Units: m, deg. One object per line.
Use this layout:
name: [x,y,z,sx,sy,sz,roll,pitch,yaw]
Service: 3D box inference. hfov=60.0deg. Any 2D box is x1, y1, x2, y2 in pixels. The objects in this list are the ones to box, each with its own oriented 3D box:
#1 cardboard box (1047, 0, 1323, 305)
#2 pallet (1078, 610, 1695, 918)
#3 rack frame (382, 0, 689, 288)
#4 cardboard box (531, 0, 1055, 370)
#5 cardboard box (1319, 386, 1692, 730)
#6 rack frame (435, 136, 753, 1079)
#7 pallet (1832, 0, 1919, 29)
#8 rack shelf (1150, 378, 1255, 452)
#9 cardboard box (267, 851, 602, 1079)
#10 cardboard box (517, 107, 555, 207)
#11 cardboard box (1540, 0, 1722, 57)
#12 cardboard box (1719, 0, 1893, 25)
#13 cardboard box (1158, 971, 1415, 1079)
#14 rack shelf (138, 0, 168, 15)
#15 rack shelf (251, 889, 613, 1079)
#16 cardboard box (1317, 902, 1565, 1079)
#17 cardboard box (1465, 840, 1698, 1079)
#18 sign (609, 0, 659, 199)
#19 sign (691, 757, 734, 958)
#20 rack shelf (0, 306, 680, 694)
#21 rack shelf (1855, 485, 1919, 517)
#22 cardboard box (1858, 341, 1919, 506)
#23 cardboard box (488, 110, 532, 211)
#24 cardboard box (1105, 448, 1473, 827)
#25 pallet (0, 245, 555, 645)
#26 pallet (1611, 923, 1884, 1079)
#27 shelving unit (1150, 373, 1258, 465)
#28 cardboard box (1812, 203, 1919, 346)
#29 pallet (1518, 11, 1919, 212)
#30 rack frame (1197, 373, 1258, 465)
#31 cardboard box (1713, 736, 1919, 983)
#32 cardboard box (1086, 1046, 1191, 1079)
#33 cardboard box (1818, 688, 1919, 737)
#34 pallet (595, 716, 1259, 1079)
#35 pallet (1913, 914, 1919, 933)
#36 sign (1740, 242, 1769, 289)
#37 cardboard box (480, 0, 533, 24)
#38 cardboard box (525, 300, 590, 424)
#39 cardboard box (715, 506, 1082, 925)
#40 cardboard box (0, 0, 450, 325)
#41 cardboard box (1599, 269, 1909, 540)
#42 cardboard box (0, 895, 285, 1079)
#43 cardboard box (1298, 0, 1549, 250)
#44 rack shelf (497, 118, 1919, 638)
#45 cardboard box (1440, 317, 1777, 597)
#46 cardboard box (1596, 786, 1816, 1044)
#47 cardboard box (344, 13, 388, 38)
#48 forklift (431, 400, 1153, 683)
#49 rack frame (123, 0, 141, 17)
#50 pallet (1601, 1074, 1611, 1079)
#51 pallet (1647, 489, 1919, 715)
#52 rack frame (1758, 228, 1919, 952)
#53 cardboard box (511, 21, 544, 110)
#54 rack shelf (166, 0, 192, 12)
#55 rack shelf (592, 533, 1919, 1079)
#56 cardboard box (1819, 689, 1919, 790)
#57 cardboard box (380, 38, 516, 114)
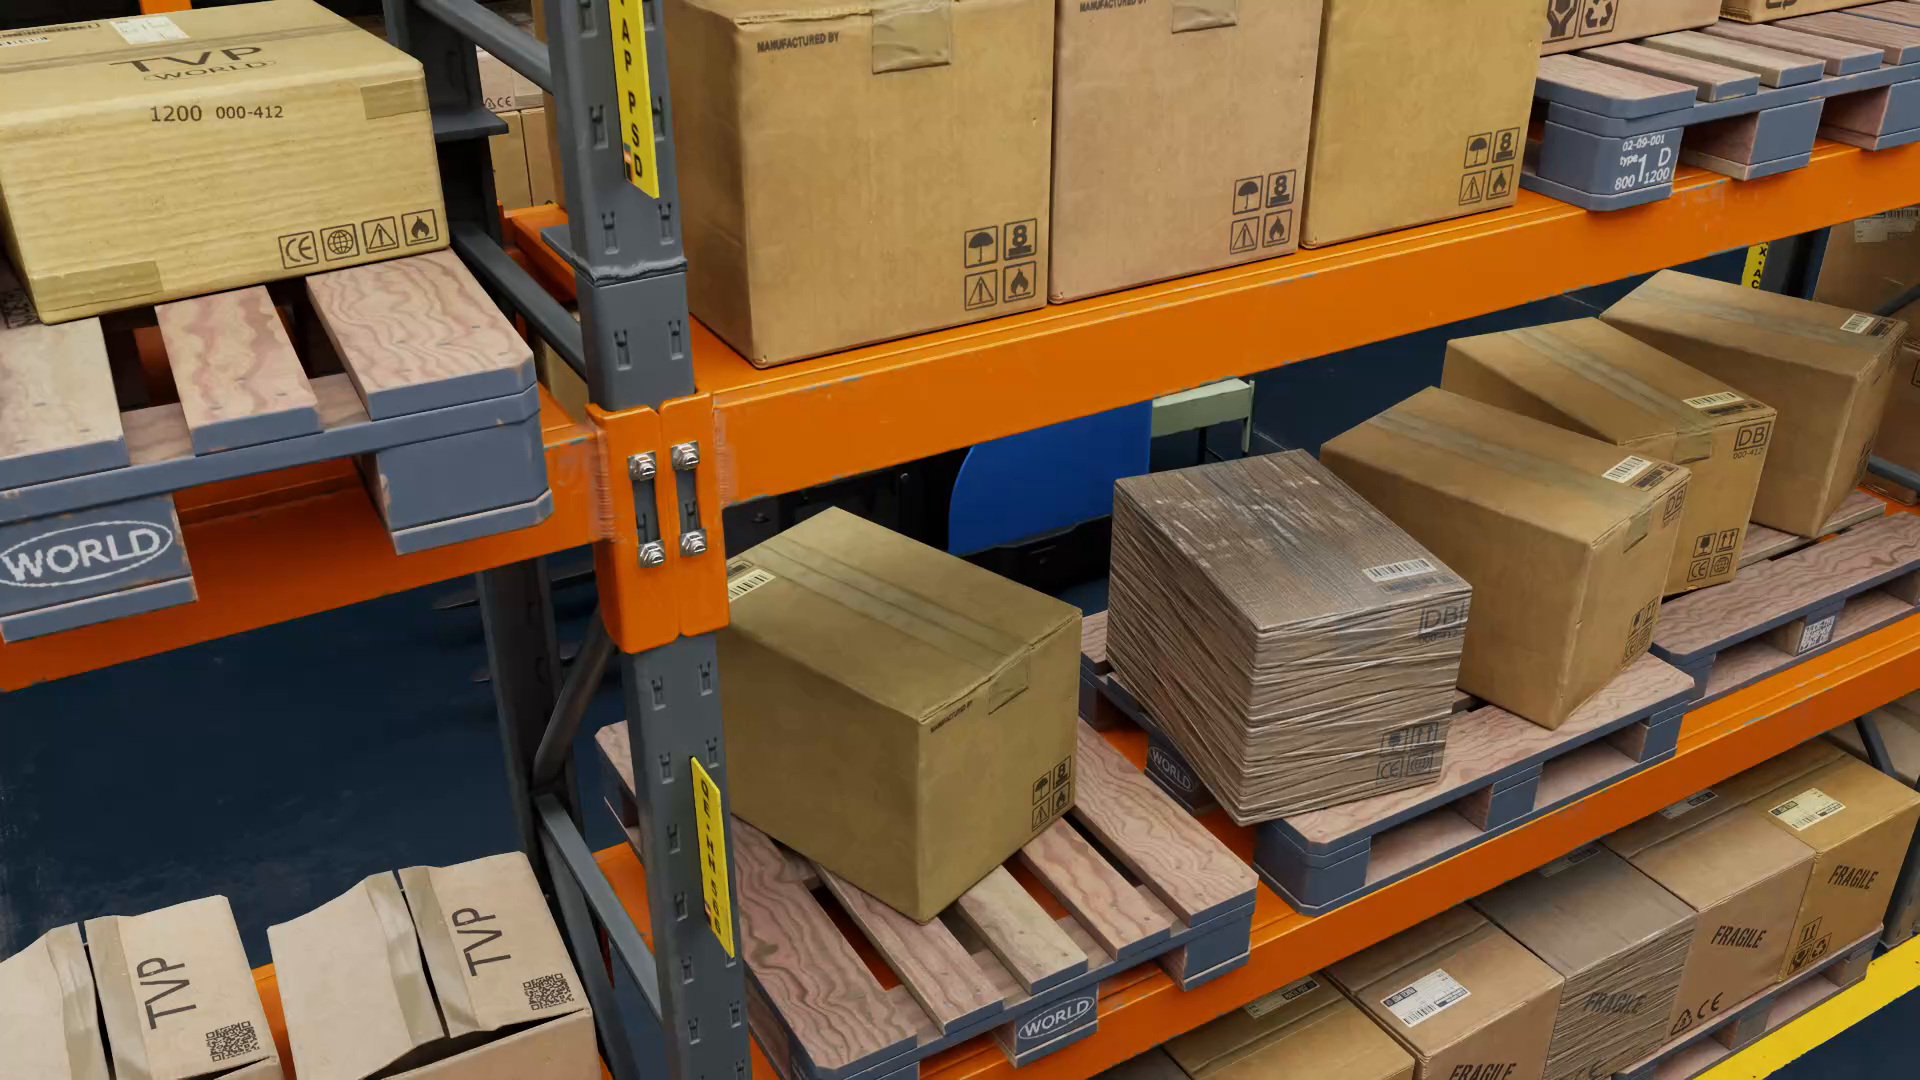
cardboard box: [0.135,-0.835,2.951,0.500,0.500,0.910,-16,33,-26]
pallet: [1.010,0.374,4.167,1.213,0.211,1.003,-16,33,-26]
rack frame: [-0.664,-1.859,1.805,0.127,3.000,1.000,-16,33,-26]
cardboard box: [-0.305,-0.710,2.724,0.500,0.500,0.910,-16,33,-26]
cardboard box: [1.293,0.019,4.073,0.700,0.500,0.500,26,38,38]
rack frame: [-0.664,0.768,3.254,0.127,3.000,1.000,-16,33,-26]
pallet: [2.187,-1.312,4.113,1.003,0.211,1.213,-16,33,-26]
rack shelf: [0.978,-0.600,7.955,0.720,0.370,0.431,-13,32,-23]
cardboard box: [-1.000,0.878,3.148,0.500,0.311,0.500,-14,32,-23]
cardboard box: [-1.744,-1.735,7.358,0.500,0.500,0.500,-16,33,-27]
cardboard box: [1.165,-1.376,3.393,0.600,0.600,0.600,-17,33,-28]
cardboard box: [1.748,-1.530,3.673,0.600,0.600,0.600,-16,33,-27]
cardboard box: [0.757,1.426,4.193,0.500,0.500,0.500,-16,33,-27]
rack shelf: [-4.901,-1.804,5.554,4.000,0.370,1.077,-16,33,-26]
rack shelf: [-2.388,1.572,2.541,4.000,0.370,1.077,-16,33,-26]
cardboard box: [1.204,1.296,4.429,0.500,0.500,0.500,-17,33,-28]
cardboard box: [1.641,1.171,4.656,0.500,0.500,0.500,-15,32,-26]
sign: [-0.390,-0.573,1.963,0.005,0.325,0.100,-16,33,-26]
sign: [-0.380,0.491,2.557,0.005,0.325,0.100,-16,33,-26]
rack shelf: [-2.388,0.259,1.816,4.000,0.370,1.077,-16,33,-26]
rack shelf: [4.509,-0.386,6.090,4.000,0.370,1.077,-16,33,-26]
cardboard box: [3.086,-0.484,5.420,0.500,0.500,0.500,-15,32,-26]
cardboard box: [-2.172,-1.614,7.139,0.500,0.500,0.500,-15,32,-25]
cardboard box: [0.707,0.195,3.755,0.500,0.500,0.700,-10,30,-17]
pallet: [-1.204,-0.260,2.207,1.003,0.211,1.213,-14,32,-24]
pallet: [2.103,1.224,5.313,1.213,0.211,1.003,-16,33,-26]
shelving unit: [0.979,-0.885,7.798,0.755,1.500,0.431,-13,32,-23]
cardboard box: [3.090,-0.925,5.183,0.500,0.500,0.500,-16,33,-26]
pallet: [1.294,-1.057,3.651,1.003,0.211,1.213,-16,33,-26]
rack frame: [1.306,-0.963,7.942,0.023,1.500,0.400,-13,32,-23]
cardboard box: [2.504,0.931,5.091,0.500,0.500,0.500,-16,33,-27]
cardboard box: [0.322,1.547,3.975,0.500,0.500,0.500,-17,33,-28]
cardboard box: [3.132,0.433,5.993,0.500,0.500,0.500,-16,33,-26]
pallet: [-0.115,0.657,3.654,1.003,0.211,1.213,-16,33,-26]
pallet: [3.377,0.842,6.006,1.213,0.211,1.003,-16,33,-26]
sign: [2.503,-0.815,5.226,0.005,0.325,0.100,-16,33,-26]
cardboard box: [-2.025,-2.275,7.559,0.500,0.250,0.500,-17,33,-28]
cardboard box: [-1.718,-0.875,8.021,0.750,0.750,0.750,-16,33,-27]
cardboard box: [-0.178,0.339,3.493,0.700,0.500,0.500,22,36,34]
cardboard box: [-1.027,-0.529,2.221,0.500,0.250,0.500,-19,34,-30]
cardboard box: [2.263,-0.416,4.862,0.700,0.500,0.500,22,36,34]
cardboard box: [-1.533,0.945,3.025,0.500,0.311,0.500,-16,33,-27]
cardboard box: [0.583,-0.962,3.181,0.500,0.500,0.910,-16,33,-26]
rack shelf: [1.060,-0.720,3.591,4.000,0.370,1.077,-16,33,-26]
cardboard box: [1.702,-0.222,4.509,0.500,0.500,0.700,-11,31,-19]
cardboard box: [2.074,1.048,4.878,0.500,0.500,0.500,-16,33,-26]
cardboard box: [-2.469,-2.150,7.334,0.500,0.250,0.500,-17,33,-28]
forklift: [-0.688,-1.046,6.612,3.031,2.935,1.130,-15,32,-25]
rack frame: [-3.177,-1.295,6.992,0.127,3.000,1.000,-16,33,-26]
pallet: [1.050,1.525,4.768,1.213,0.211,1.003,-16,33,-26]
pallet: [2.040,0.023,4.803,1.213,0.211,1.003,-16,33,-26]
rack frame: [2.785,-0.211,5.029,0.127,3.000,1.000,-16,33,-26]
cardboard box: [-1.763,-2.066,7.180,0.500,0.250,0.500,-16,33,-26]
rack shelf: [-1.452,-2.783,7.328,4.000,0.370,1.077,-16,33,-26]
rack shelf: [1.060,0.593,4.315,4.000,0.370,1.077,-16,33,-26]
cardboard box: [3.256,0.761,5.595,0.500,0.311,0.500,-16,33,-26]
cardboard box: [-2.192,-1.942,6.956,0.500,0.250,0.500,-16,33,-27]
